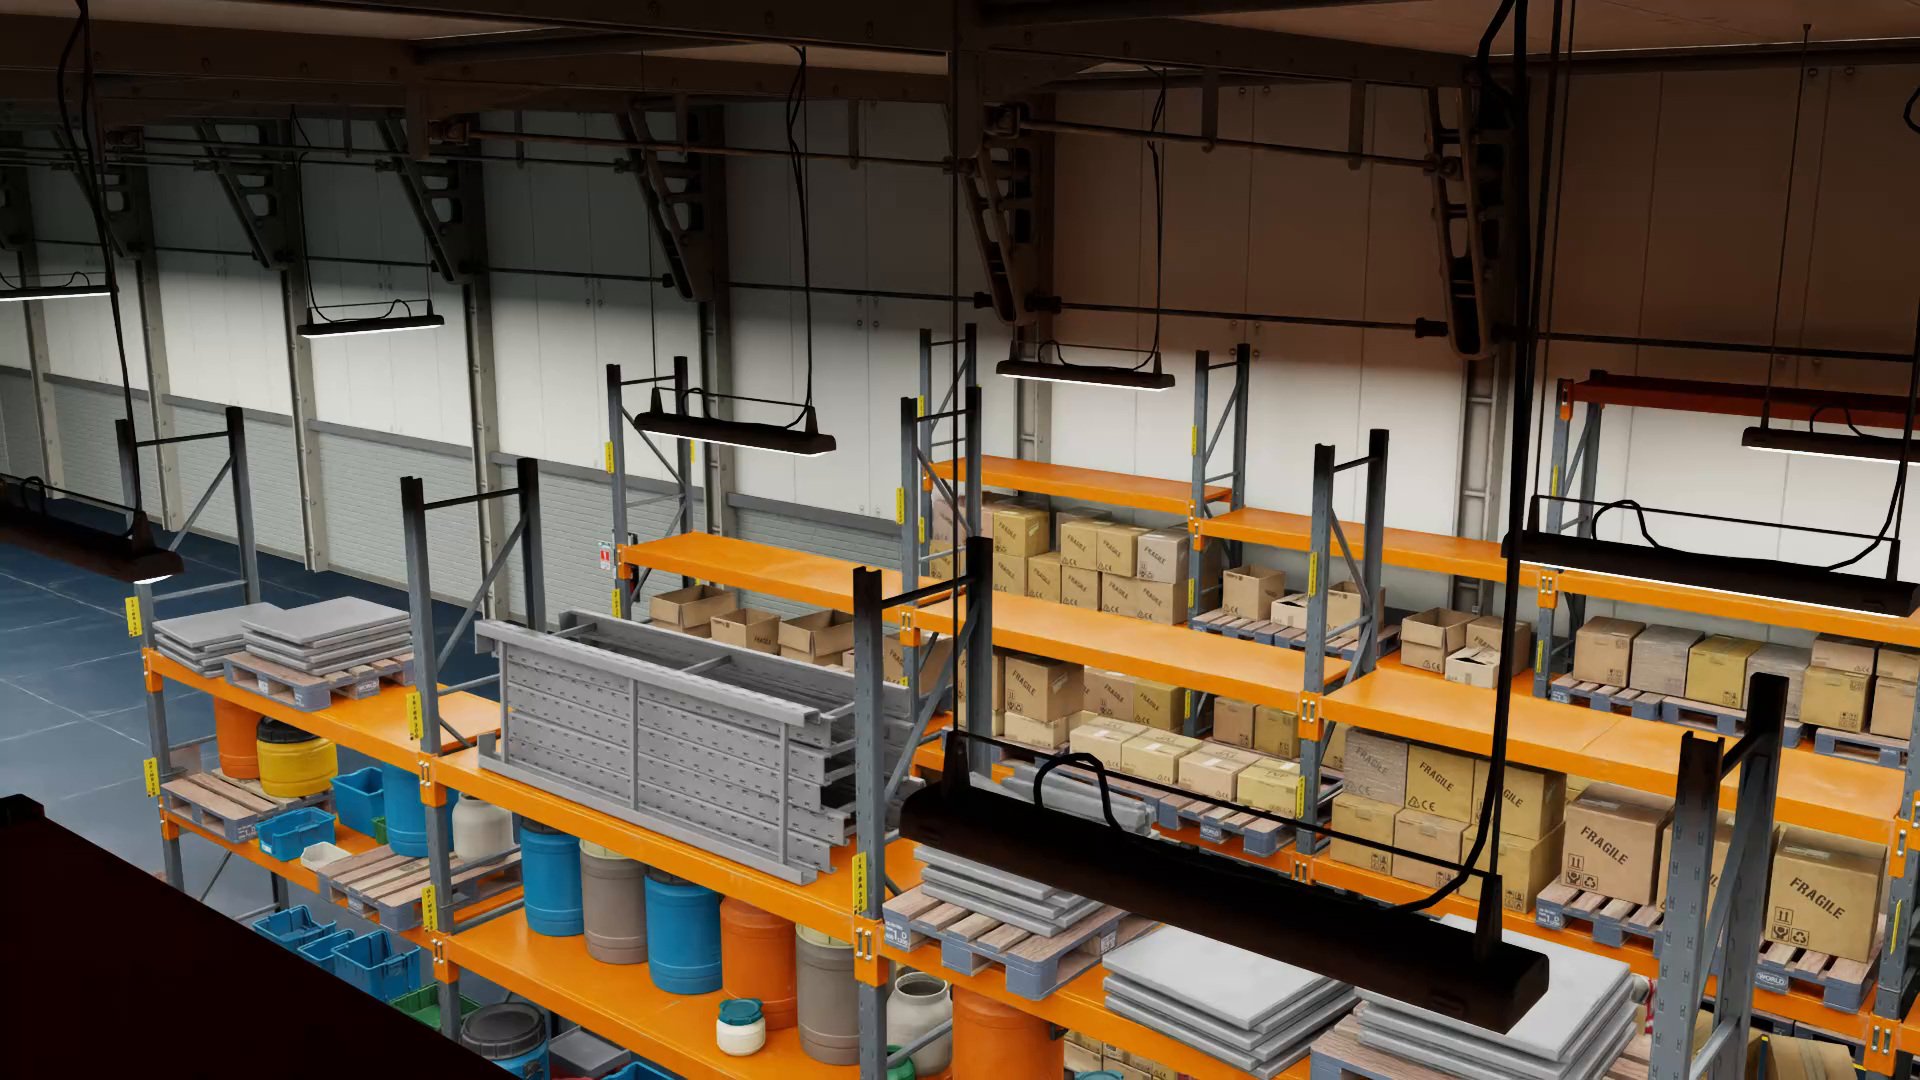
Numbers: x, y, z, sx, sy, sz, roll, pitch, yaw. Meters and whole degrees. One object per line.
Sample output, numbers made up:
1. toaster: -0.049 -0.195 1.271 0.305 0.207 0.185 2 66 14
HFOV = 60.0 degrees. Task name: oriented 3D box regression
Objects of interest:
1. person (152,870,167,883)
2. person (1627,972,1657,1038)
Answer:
1. person: -7.310 3.861 15.248 0.566 1.687 0.842 8 15 31
2. person: 5.637 4.086 14.066 1.050 1.721 0.577 9 15 33
